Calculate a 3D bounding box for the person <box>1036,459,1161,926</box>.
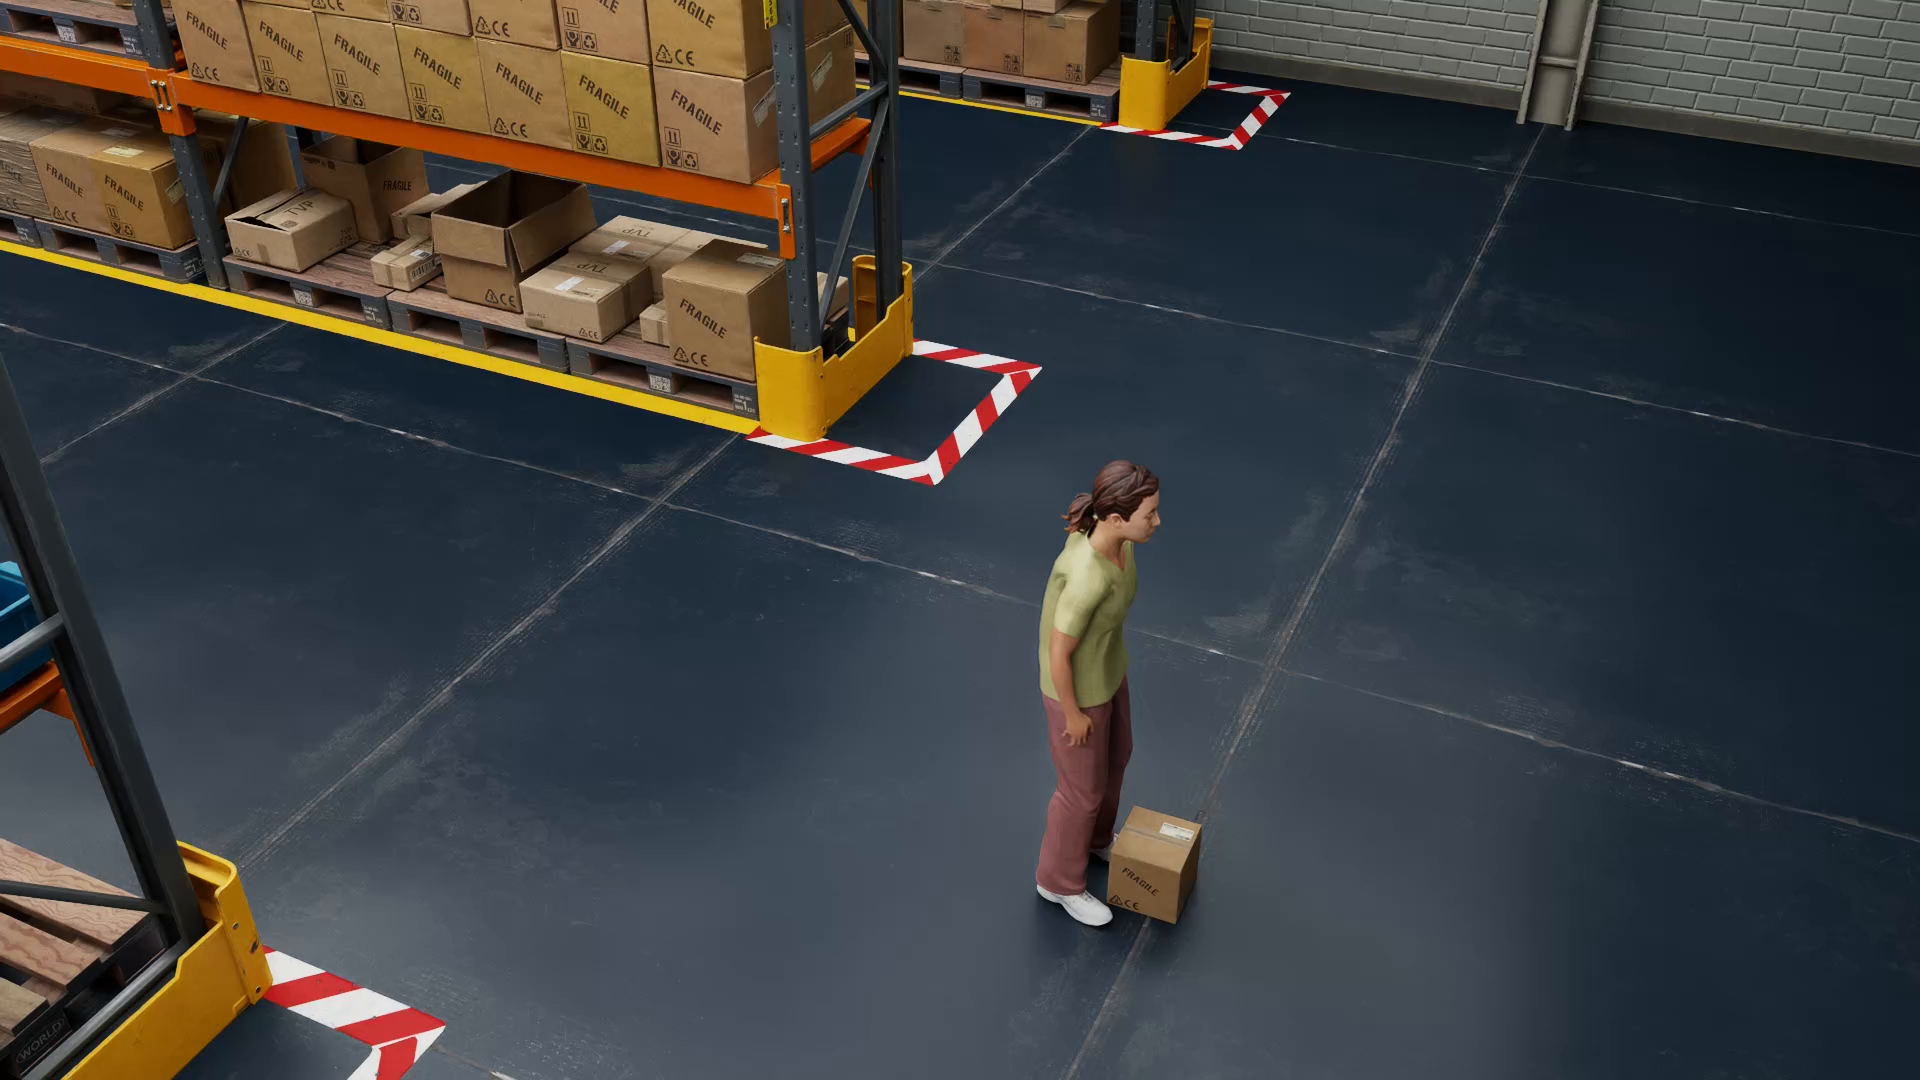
[{"bbox_3d":[0.445,0.474,5.436,0.365,1.671,0.515,12,36,18],"label":"person"}]
